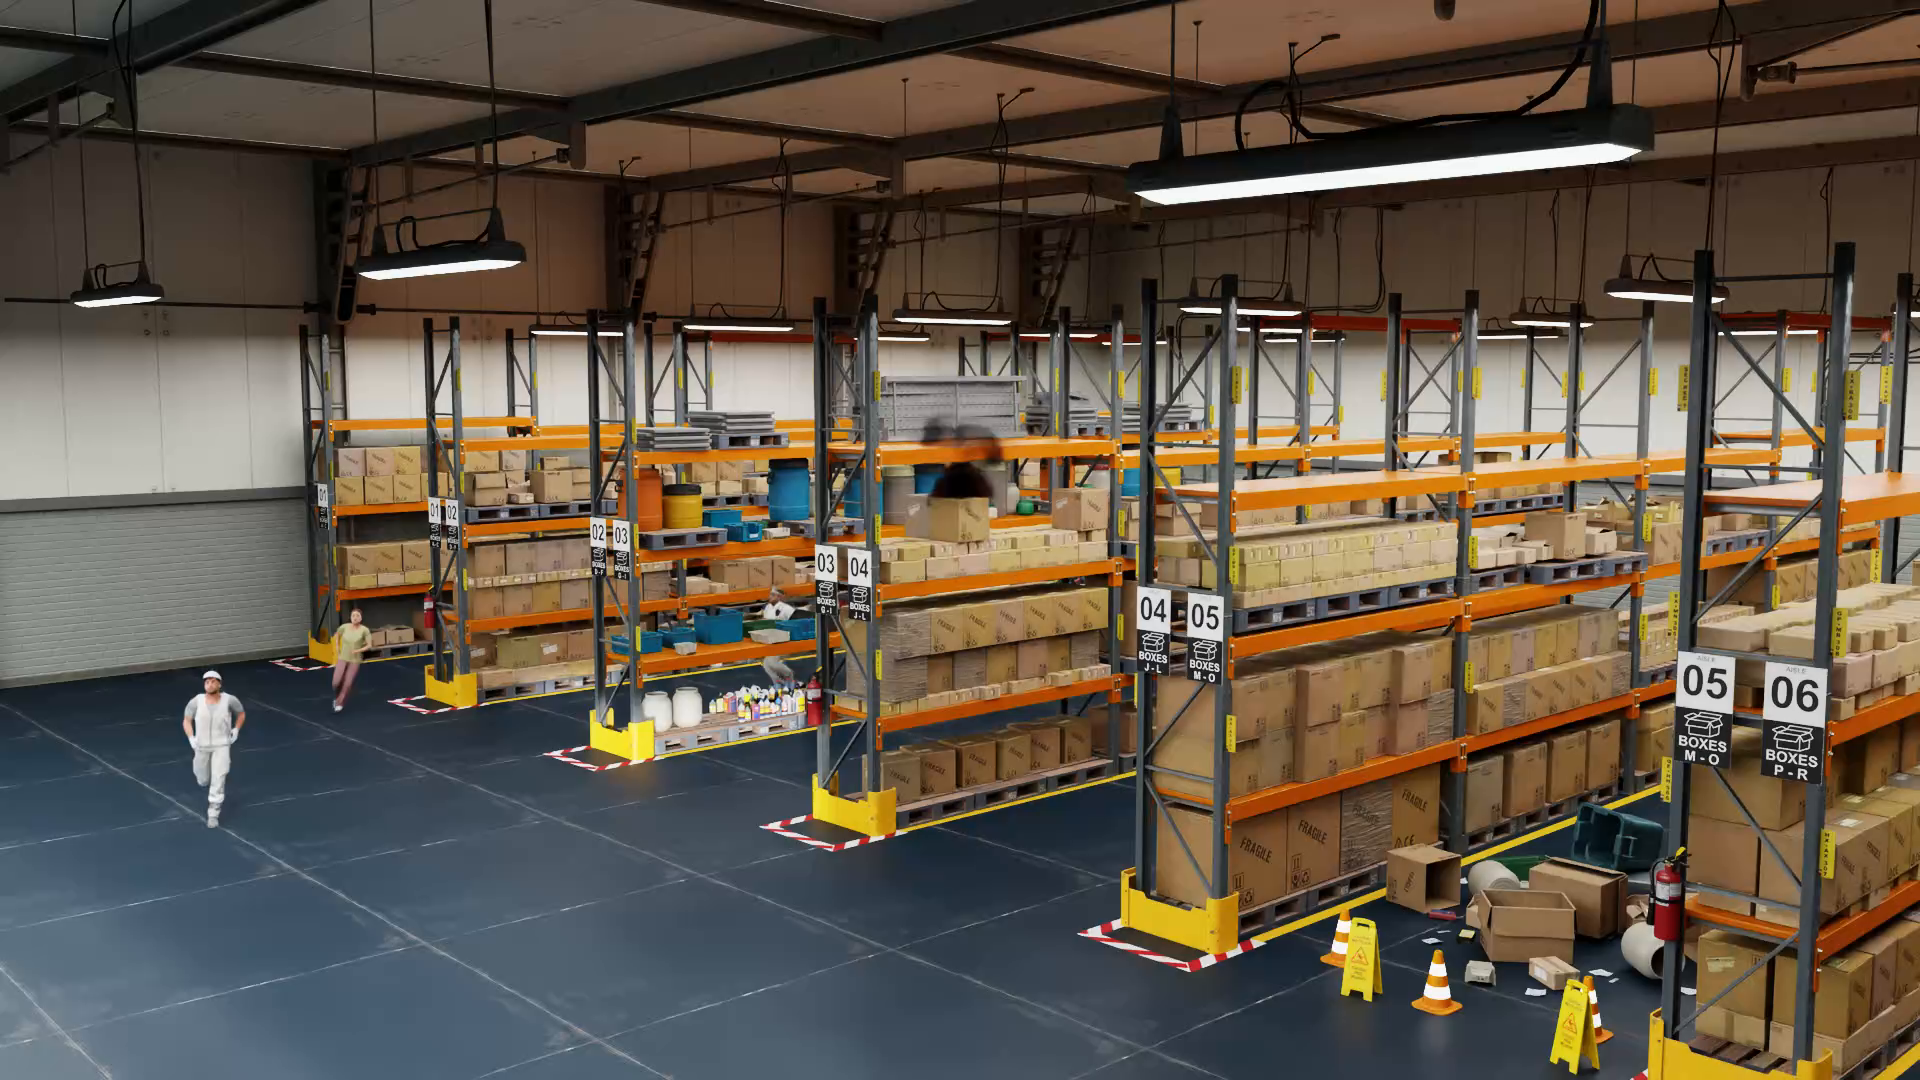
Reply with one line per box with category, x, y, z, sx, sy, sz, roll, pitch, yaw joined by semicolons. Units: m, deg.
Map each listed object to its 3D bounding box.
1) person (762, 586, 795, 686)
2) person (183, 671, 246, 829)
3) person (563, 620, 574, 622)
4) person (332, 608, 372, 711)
person;-2.979;1.604;26.643;0.728;1.746;0.508;5;7;39
person;-8.624;2.375;19.229;0.645;1.752;0.962;-1;6;-12
person;-7.034;1.262;30.070;0.599;1.708;0.878;5;7;40
person;-9.241;1.817;25.221;0.643;1.585;0.517;-1;6;-9
